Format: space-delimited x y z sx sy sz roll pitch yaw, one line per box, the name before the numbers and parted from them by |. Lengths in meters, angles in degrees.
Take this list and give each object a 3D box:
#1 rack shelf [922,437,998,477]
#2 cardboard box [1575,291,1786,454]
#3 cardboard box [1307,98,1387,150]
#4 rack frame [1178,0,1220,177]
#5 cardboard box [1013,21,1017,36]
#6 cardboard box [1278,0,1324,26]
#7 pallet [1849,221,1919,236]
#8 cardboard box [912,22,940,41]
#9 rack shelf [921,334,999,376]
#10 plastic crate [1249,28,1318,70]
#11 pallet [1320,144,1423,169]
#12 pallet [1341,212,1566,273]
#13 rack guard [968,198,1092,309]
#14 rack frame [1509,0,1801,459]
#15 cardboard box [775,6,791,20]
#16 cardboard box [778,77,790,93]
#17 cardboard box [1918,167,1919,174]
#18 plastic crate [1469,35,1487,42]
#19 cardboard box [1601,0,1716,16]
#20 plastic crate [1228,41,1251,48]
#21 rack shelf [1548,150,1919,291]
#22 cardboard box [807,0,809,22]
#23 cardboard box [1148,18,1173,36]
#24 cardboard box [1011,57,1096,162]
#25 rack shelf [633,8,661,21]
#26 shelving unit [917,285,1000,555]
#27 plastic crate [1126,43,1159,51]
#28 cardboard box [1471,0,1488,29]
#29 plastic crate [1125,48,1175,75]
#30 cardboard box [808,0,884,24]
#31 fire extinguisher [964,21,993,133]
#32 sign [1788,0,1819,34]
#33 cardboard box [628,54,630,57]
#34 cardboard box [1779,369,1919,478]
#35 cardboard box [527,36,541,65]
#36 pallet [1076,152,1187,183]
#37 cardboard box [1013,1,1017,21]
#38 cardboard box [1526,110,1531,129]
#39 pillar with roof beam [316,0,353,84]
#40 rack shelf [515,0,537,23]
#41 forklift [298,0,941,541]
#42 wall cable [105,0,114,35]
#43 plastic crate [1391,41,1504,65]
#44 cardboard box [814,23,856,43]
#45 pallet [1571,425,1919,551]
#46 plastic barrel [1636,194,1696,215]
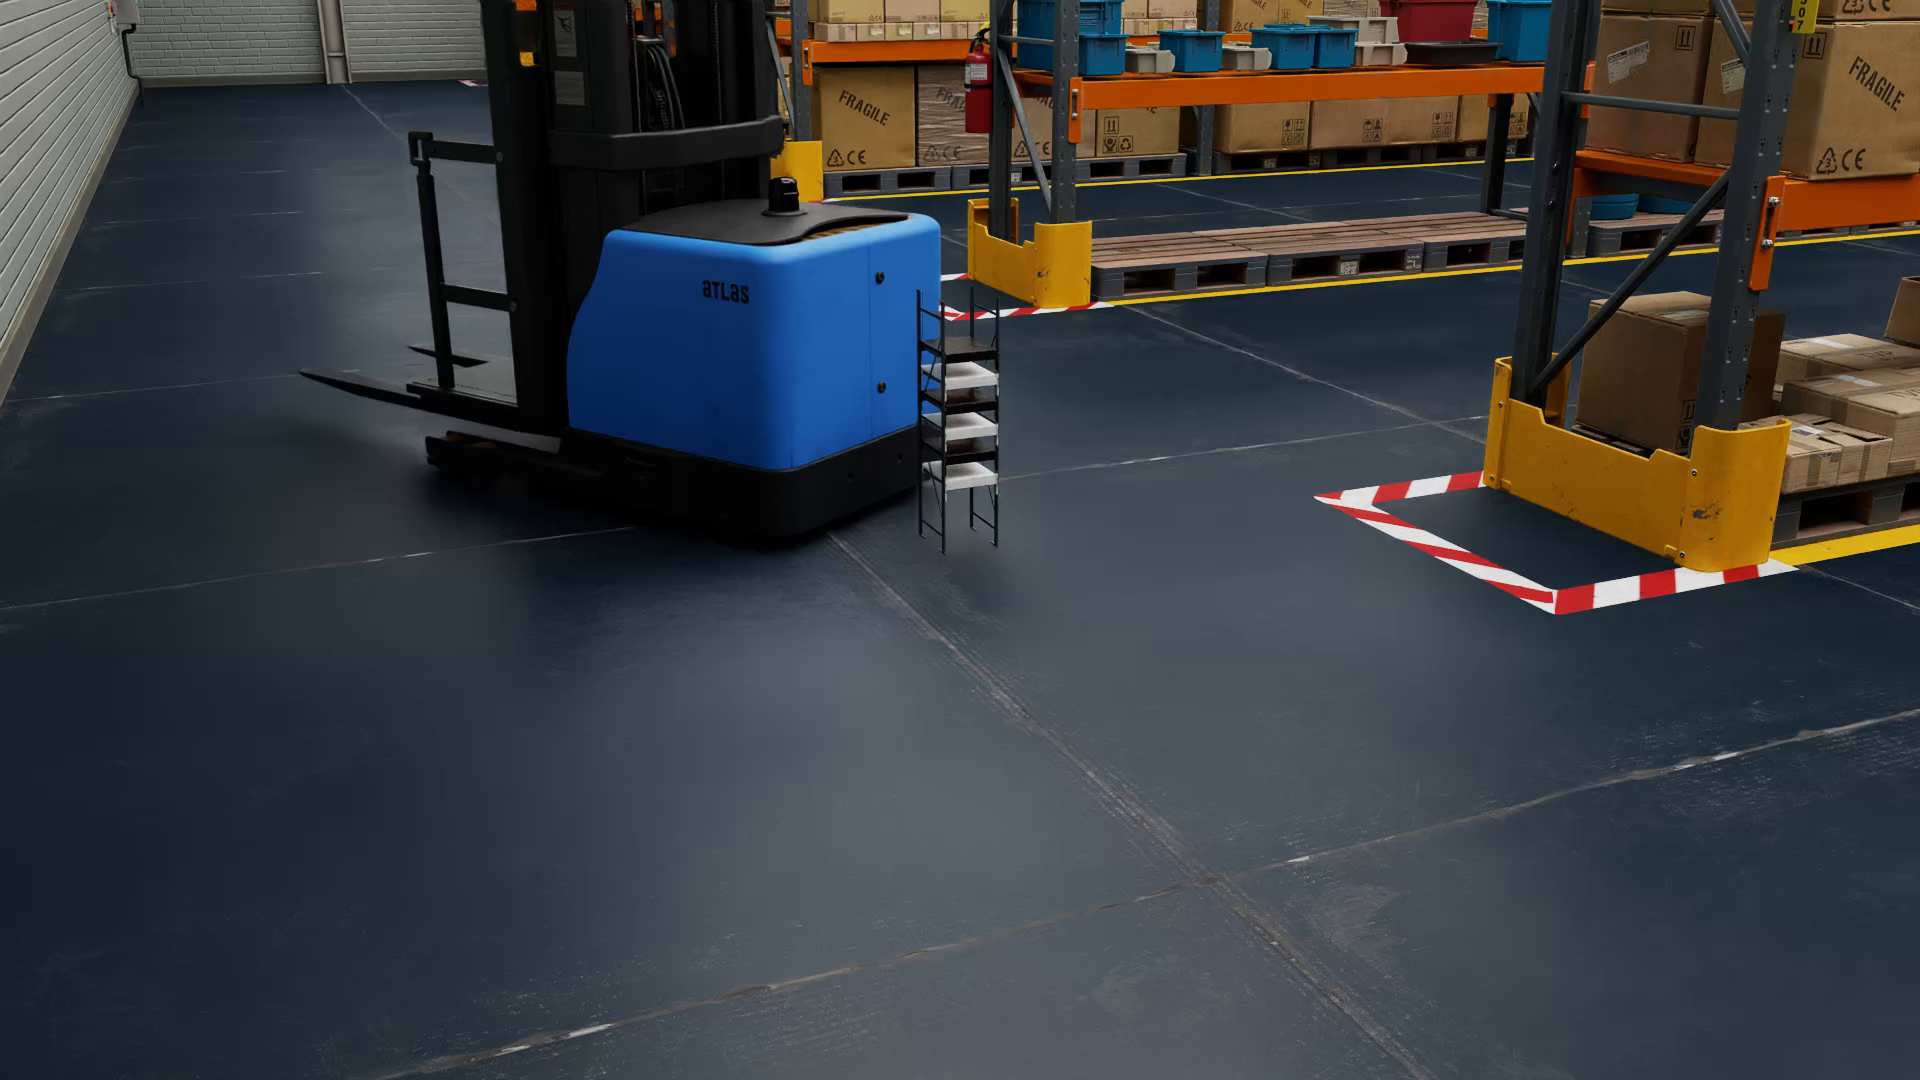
rack shelf | -0.007 -0.307 5.911 0.200 0.077 0.258 -8 21 -22
cardboard box | 2.796 -0.661 6.485 0.500 0.500 0.500 -8 21 -22
cardboard box | 3.547 -4.438 16.676 0.875 0.875 1.225 -9 21 -24
rack frame | 2.147 -5.034 15.802 0.127 3.000 1.000 -8 21 -22
cardboard box | 0.342 -4.538 14.772 0.250 0.149 0.380 -9 21 -23
cardboard box | 3.129 -5.132 15.930 0.500 0.500 0.500 -8 21 -22
pallet | 7.074 -2.618 13.139 1.213 0.211 1.003 -8 21 -22
cardboard box | -0.360 -4.438 14.488 0.250 0.149 0.380 -8 21 -23
rack shelf | -0.007 -0.647 5.791 0.200 0.077 0.258 -8 21 -22
plastic crate | 2.002 -3.052 10.335 0.300 0.233 0.416 -8 21 -22
pallet | 3.947 -4.005 17.078 1.213 0.211 1.003 -8 21 -22
pallet | 3.449 -2.100 11.667 1.213 0.211 1.003 -8 21 -22
rack guard | 0.419 -1.811 10.413 0.348 0.500 1.175 -8 21 -22
rack frame | 2.394 -1.486 5.727 0.127 3.000 1.000 -8 21 -22
cardboard box | -2.043 -6.027 19.001 0.250 0.149 0.380 -8 21 -22
cardboard box | -2.100 -5.258 19.202 0.250 0.149 0.380 -9 21 -25
cardboard box | 3.378 -1.581 5.845 0.500 0.500 0.500 -8 21 -22
plastic crate | 3.625 -3.410 11.496 0.243 0.136 0.396 -8 21 -22
cardboard box | 2.694 -2.147 5.948 0.500 0.500 0.500 -8 21 -22
plastic crate | 1.895 -3.186 10.861 0.250 0.136 0.298 -8 21 -22
rack shelf | 4.231 -1.410 6.593 4.000 0.370 1.077 -8 21 -22
cardboard box | -1.186 -4.722 14.694 0.500 0.250 0.500 -9 21 -23
cardboard box | 1.760 -4.741 15.350 0.250 0.149 0.380 -8 21 -21
cardboard box | 0.683 -4.049 15.572 0.875 0.875 0.875 -8 21 -22
rack shelf | -3.615 -7.453 23.757 4.000 0.370 1.077 -8 21 -22
shelving unit | -0.007 -0.423 5.870 0.210 0.900 0.258 -8 21 -22
plastic crate | 1.113 -3.064 10.513 0.243 0.136 0.396 -8 21 -22
cardboard box | 5.005 -5.403 16.700 0.500 0.500 0.500 -8 21 -22
plastic crate | 1.120 -2.850 9.907 0.298 0.136 0.250 -8 21 -22
cardboard box | -0.978 -4.558 14.229 0.500 0.250 0.500 -9 21 -23
fire extinguisher | 0.117 -2.904 10.430 0.183 0.674 0.296 -8 21 -22
sign | 2.609 -1.729 5.113 0.005 0.325 0.100 -8 21 -22
cardboard box | -4.885 -6.637 23.580 0.875 0.438 0.875 -9 21 -24
cardboard box | 3.465 -0.448 6.254 0.500 0.250 0.500 -8 21 -22
cardboard box | -6.822 -8.115 27.680 0.637 0.503 0.797 -9 21 -24
pallet | 1.418 -3.642 16.049 1.213 0.211 1.003 -8 21 -22
cardboard box | 0.436 -4.764 14.813 0.500 0.250 0.500 -9 21 -23
cardboard box | 6.427 -4.683 17.906 0.500 0.500 0.700 -9 21 -25
pillar with roof beam | -8.549 -10.480 22.237 0.400 9.000 9.100 -8 21 -22
rack shelf | -5.585 -8.967 28.055 4.000 0.370 1.077 -8 21 -22
forklift | -1.560 -1.741 6.553 3.031 2.935 1.130 13 23 32
wall cable | -10.620 -7.275 20.590 0.123 1.953 0.585 -8 21 -22
plastic crate | 3.187 -3.193 10.897 0.590 0.125 0.437 -8 21 -22
cardboard box | -1.069 -4.335 14.196 0.250 0.149 0.380 -8 21 -21
pallet | 3.196 -0.286 6.517 1.213 0.211 1.003 -8 21 -22
plastic barrel | 5.265 -2.891 12.244 0.708 0.901 0.600 -8 21 -22
